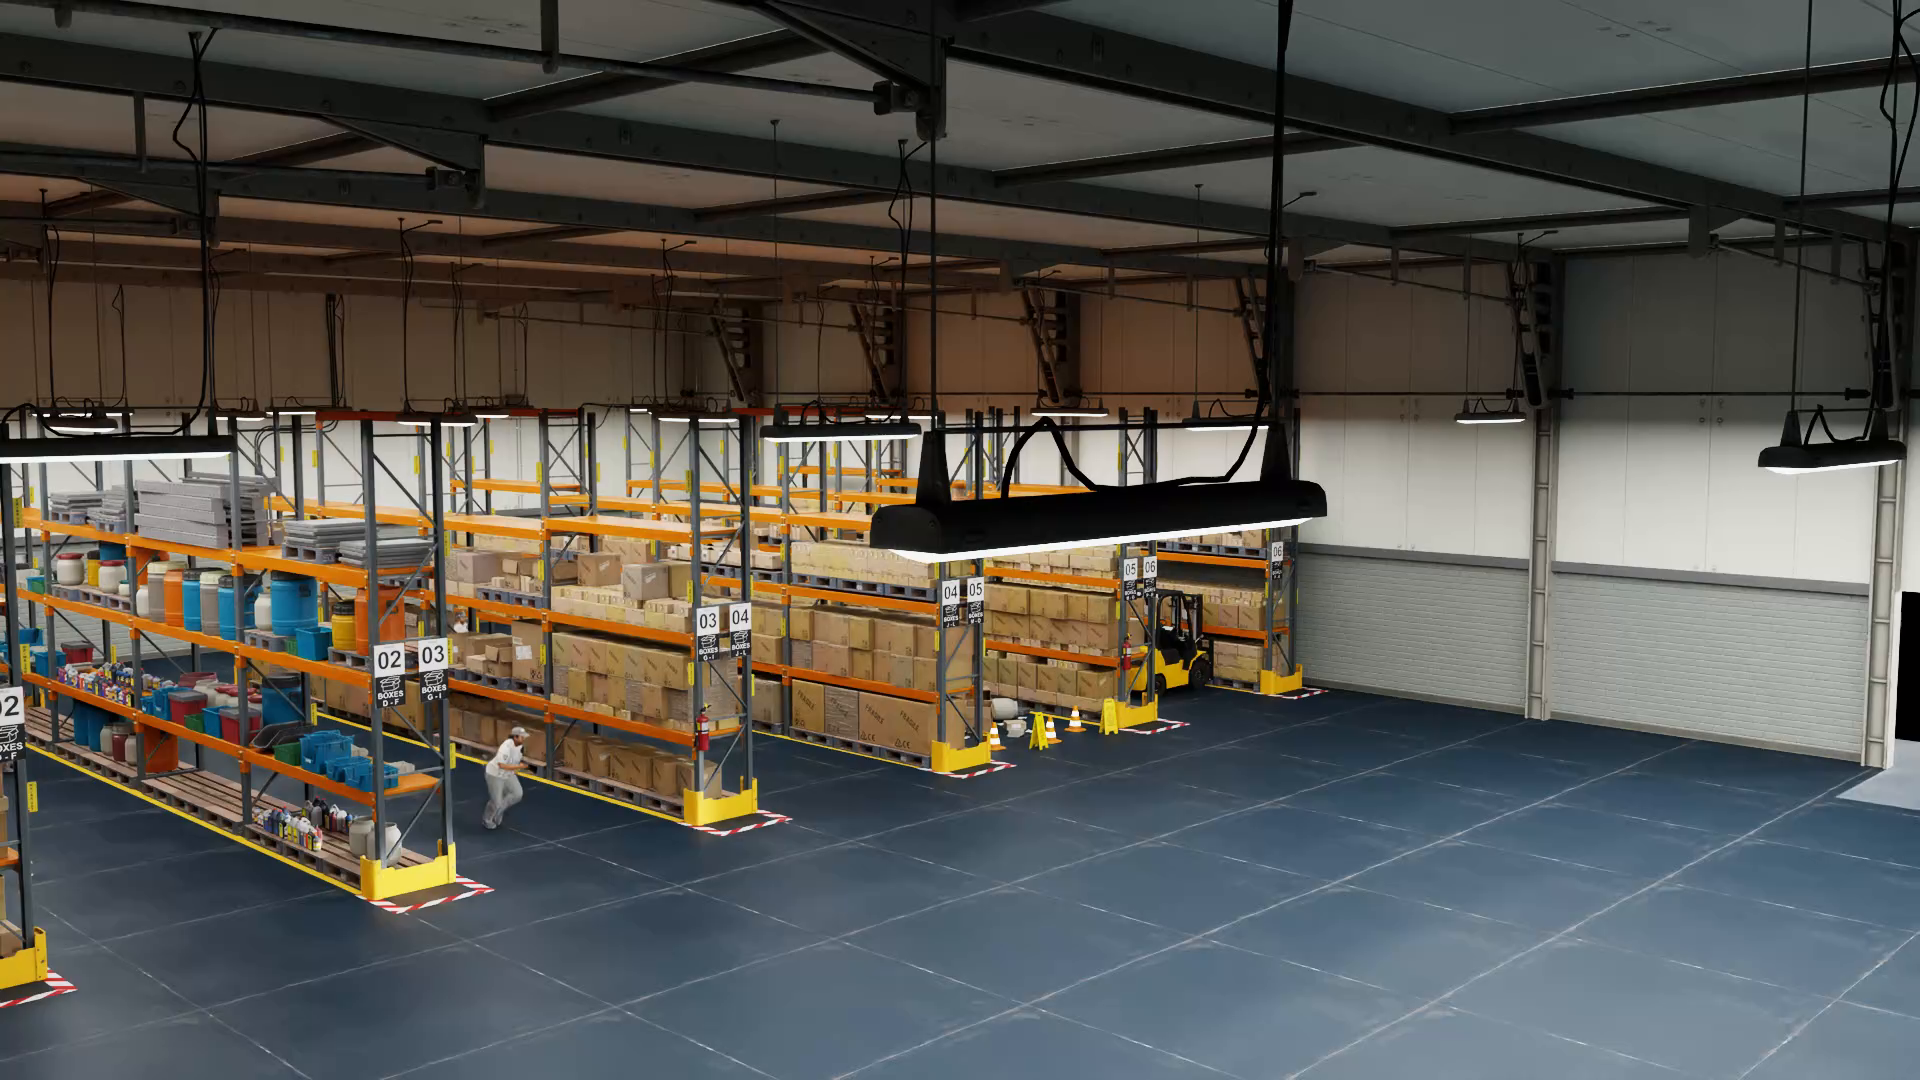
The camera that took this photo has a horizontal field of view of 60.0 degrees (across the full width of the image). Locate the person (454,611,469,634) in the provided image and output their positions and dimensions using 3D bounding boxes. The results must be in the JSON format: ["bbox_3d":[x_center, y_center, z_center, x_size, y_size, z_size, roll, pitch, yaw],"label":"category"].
[{"bbox_3d":[-10.598,2.359,35.437,0.561,1.733,0.790,-5,7,-42],"label":"person"}]

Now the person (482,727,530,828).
[{"bbox_3d":[-6.581,3.437,24.191,0.860,1.510,0.614,2,5,22],"label":"person"}]

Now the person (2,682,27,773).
[{"bbox_3d":[-15.896,3.097,27.722,0.892,1.568,0.689,3,6,27],"label":"person"}]
